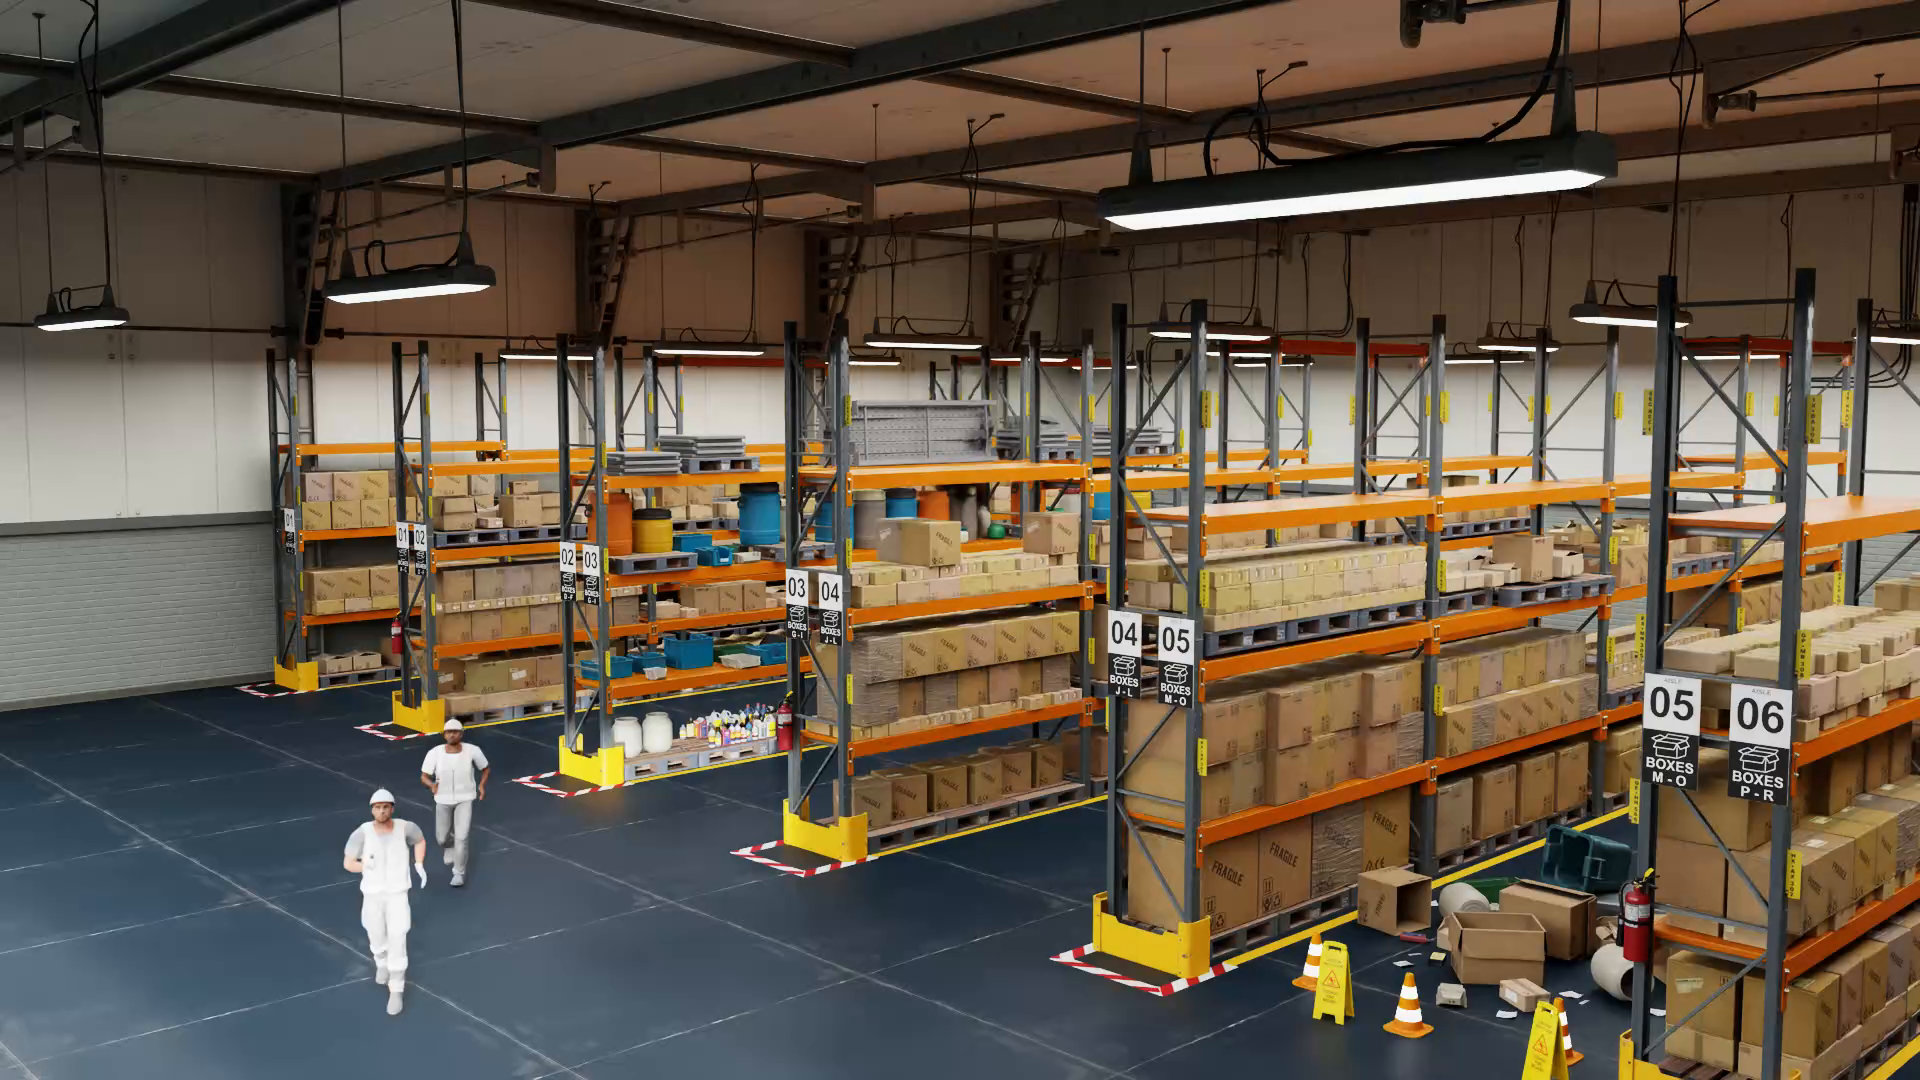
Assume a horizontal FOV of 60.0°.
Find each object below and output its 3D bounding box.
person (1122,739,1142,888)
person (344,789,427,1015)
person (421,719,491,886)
[{"bbox_3d":[1.891,2.798,17.585,0.789,1.702,0.673,-4,7,-40],"label":"person"},{"bbox_3d":[-4.897,3.019,14.192,0.657,1.804,0.937,-1,5,-14],"label":"person"},{"bbox_3d":[-5.380,2.769,17.749,0.712,1.731,0.795,-1,5,-12],"label":"person"}]
